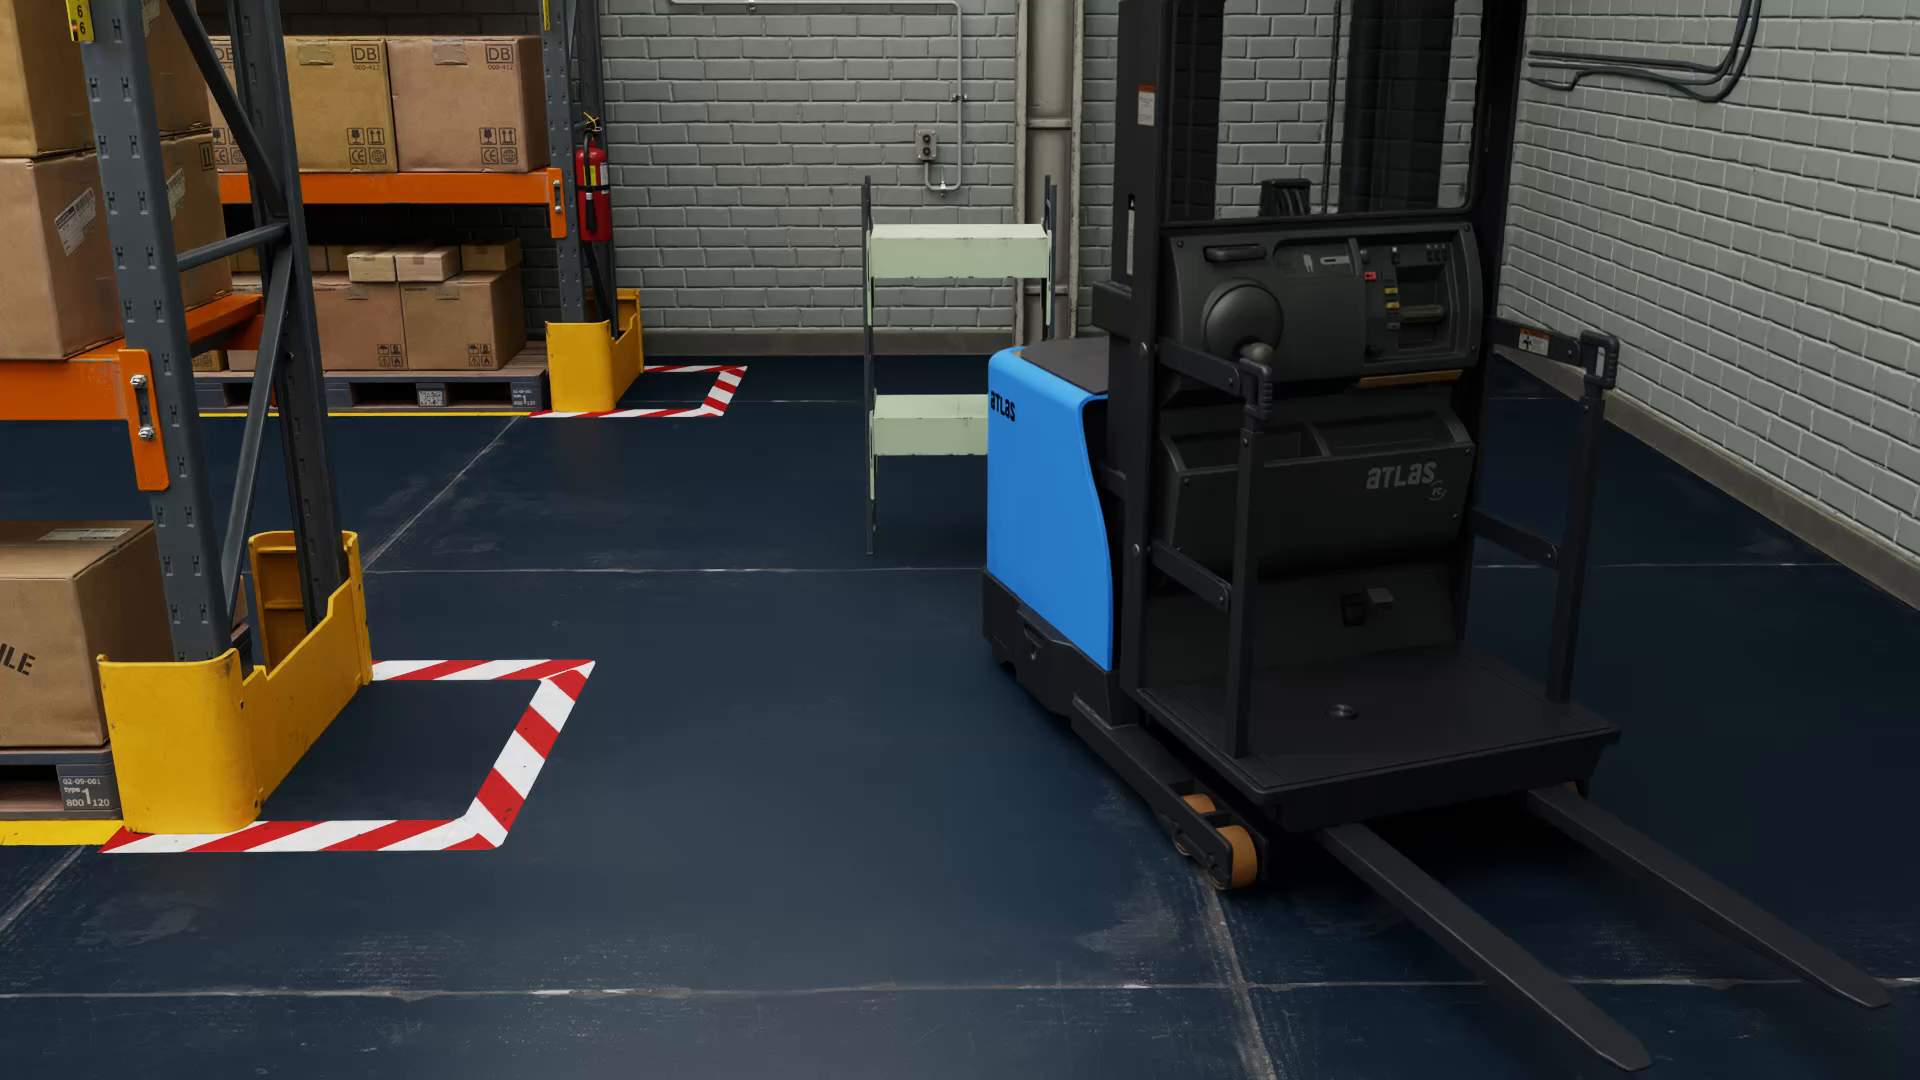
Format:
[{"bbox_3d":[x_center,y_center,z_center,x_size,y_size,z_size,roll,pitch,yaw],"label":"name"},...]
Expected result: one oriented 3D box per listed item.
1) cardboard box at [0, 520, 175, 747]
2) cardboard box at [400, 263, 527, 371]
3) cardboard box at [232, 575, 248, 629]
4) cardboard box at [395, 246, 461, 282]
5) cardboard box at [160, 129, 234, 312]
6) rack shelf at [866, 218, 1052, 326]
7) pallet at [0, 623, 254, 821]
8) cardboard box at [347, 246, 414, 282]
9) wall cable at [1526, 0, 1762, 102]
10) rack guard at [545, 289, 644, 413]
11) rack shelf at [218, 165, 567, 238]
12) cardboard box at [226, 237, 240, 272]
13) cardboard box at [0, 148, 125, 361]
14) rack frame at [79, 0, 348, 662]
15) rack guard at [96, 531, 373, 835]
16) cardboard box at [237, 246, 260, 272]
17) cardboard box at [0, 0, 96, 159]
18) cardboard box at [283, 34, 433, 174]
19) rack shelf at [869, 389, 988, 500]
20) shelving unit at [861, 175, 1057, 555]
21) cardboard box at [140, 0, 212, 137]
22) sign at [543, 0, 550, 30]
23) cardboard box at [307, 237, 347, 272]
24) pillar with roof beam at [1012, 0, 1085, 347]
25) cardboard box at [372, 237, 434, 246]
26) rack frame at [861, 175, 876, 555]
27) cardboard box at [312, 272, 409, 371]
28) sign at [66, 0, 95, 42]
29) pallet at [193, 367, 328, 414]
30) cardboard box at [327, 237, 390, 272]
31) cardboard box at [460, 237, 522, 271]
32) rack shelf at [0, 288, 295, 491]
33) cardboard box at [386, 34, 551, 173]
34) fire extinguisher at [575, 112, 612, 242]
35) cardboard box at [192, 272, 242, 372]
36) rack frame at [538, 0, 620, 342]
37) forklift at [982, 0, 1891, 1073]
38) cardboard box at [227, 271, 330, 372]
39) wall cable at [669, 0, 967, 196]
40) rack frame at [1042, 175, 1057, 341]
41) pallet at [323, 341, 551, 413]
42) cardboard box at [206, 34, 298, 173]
[{"bbox_3d":[-2.604,0.255,4.714,0.500,0.500,0.500,0,18,-1],"label":"cardboard box"},{"bbox_3d":[-2.844,-1.292,9.570,0.500,0.500,0.700,0,18,-1],"label":"cardboard box"},{"bbox_3d":[-2.488,0.241,5.331,0.250,0.149,0.380,0,18,-1],"label":"cardboard box"},{"bbox_3d":[-2.970,-1.545,9.296,0.250,0.149,0.380,0,18,-2],"label":"cardboard box"},{"bbox_3d":[-2.512,-0.930,4.871,0.500,0.500,0.500,0,18,0],"label":"cardboard box"},{"bbox_3d":[-0.007,-1.086,6.699,0.720,0.370,0.431,0,18,-1],"label":"rack shelf"},{"bbox_3d":[-2.937,0.529,5.054,1.213,0.211,1.003,0,18,-1],"label":"pallet"},{"bbox_3d":[-3.226,-1.543,9.291,0.250,0.149,0.380,0,18,1],"label":"cardboard box"},{"bbox_3d":[3.515,-3.613,8.661,0.112,2.526,3.097,0,18,-1],"label":"wall cable"},{"bbox_3d":[-2.122,-1.126,9.741,0.348,0.500,1.175,0,18,-1],"label":"rack guard"},{"bbox_3d":[-4.146,-1.964,9.438,4.000,0.370,1.077,0,18,-1],"label":"rack shelf"},{"bbox_3d":[-4.243,-1.655,9.639,0.250,0.149,0.380,-1,18,-2],"label":"cardboard box"},{"bbox_3d":[-2.508,-0.766,4.361,0.500,0.500,0.500,0,18,1],"label":"cardboard box"},{"bbox_3d":[-2.064,-0.804,4.642,0.127,3.000,1.000,0,18,-1],"label":"rack frame"},{"bbox_3d":[-2.140,0.387,5.023,0.348,0.500,1.175,0,18,-1],"label":"rack guard"},{"bbox_3d":[-3.990,-1.656,9.643,0.250,0.149,0.380,0,18,0],"label":"cardboard box"},{"bbox_3d":[-2.505,-1.241,4.206,0.500,0.500,0.500,0,18,-1],"label":"cardboard box"},{"bbox_3d":[-3.383,-2.447,9.274,0.700,0.700,0.980,0,18,-1],"label":"cardboard box"},{"bbox_3d":[-0.007,-0.404,6.918,0.720,0.370,0.431,0,18,-1],"label":"rack shelf"},{"bbox_3d":[-0.007,-0.714,6.818,0.755,1.500,0.431,0,18,-1],"label":"shelving unit"},{"bbox_3d":[-2.512,-1.406,4.718,0.500,0.500,0.500,0,18,1],"label":"cardboard box"},{"bbox_3d":[-2.151,-2.815,8.629,0.005,0.325,0.100,0,18,-1],"label":"sign"},{"bbox_3d":[-3.734,-1.658,9.647,0.250,0.149,0.380,0,18,0],"label":"cardboard box"},{"bbox_3d":[0.608,-4.136,5.207,0.400,9.000,9.100,0,18,-1],"label":"pillar with roof beam"},{"bbox_3d":[-3.229,-1.660,9.655,0.250,0.149,0.380,0,18,-1],"label":"cardboard box"},{"bbox_3d":[-0.373,-0.712,6.813,0.023,1.500,0.400,0,18,-1],"label":"rack frame"},{"bbox_3d":[-3.345,-1.290,9.563,0.500,0.500,0.700,0,18,-1],"label":"cardboard box"},{"bbox_3d":[-2.075,-1.336,3.888,0.005,0.325,0.100,0,18,-1],"label":"sign"},{"bbox_3d":[-4.161,-0.956,9.682,1.213,0.211,1.003,0,18,-1],"label":"pallet"},{"bbox_3d":[-3.479,-1.659,9.652,0.250,0.149,0.380,0,18,0],"label":"cardboard box"},{"bbox_3d":[-2.723,-1.663,9.664,0.250,0.149,0.380,0,18,0],"label":"cardboard box"},{"bbox_3d":[-4.064,-0.451,4.722,4.000,0.370,1.077,0,18,-1],"label":"rack shelf"},{"bbox_3d":[-2.656,-2.454,9.295,0.700,0.700,0.980,1,18,2],"label":"cardboard box"},{"bbox_3d":[-1.988,-1.962,8.990,0.183,0.674,0.296,0,18,-1],"label":"fire extinguisher"},{"bbox_3d":[-4.381,-1.282,9.540,0.500,0.500,0.700,0,18,0],"label":"cardboard box"},{"bbox_3d":[-2.146,-2.317,9.358,0.127,3.000,1.000,0,18,-1],"label":"rack frame"},{"bbox_3d":[1.063,-0.641,4.248,1.130,2.935,3.031,-6,19,-19],"label":"forklift"},{"bbox_3d":[-3.848,-1.287,9.555,0.500,0.500,0.700,-1,18,-3],"label":"cardboard box"},{"bbox_3d":[-0.881,-3.095,10.123,1.851,1.984,0.084,0,18,-1],"label":"wall cable"},{"bbox_3d":[0.359,-0.716,6.824,0.023,1.500,0.400,0,18,-1],"label":"rack frame"},{"bbox_3d":[-2.944,-0.961,9.698,1.213,0.211,1.003,0,18,-1],"label":"pallet"},{"bbox_3d":[-4.146,-2.446,9.271,0.700,0.700,0.980,-1,18,-4],"label":"cardboard box"}]
